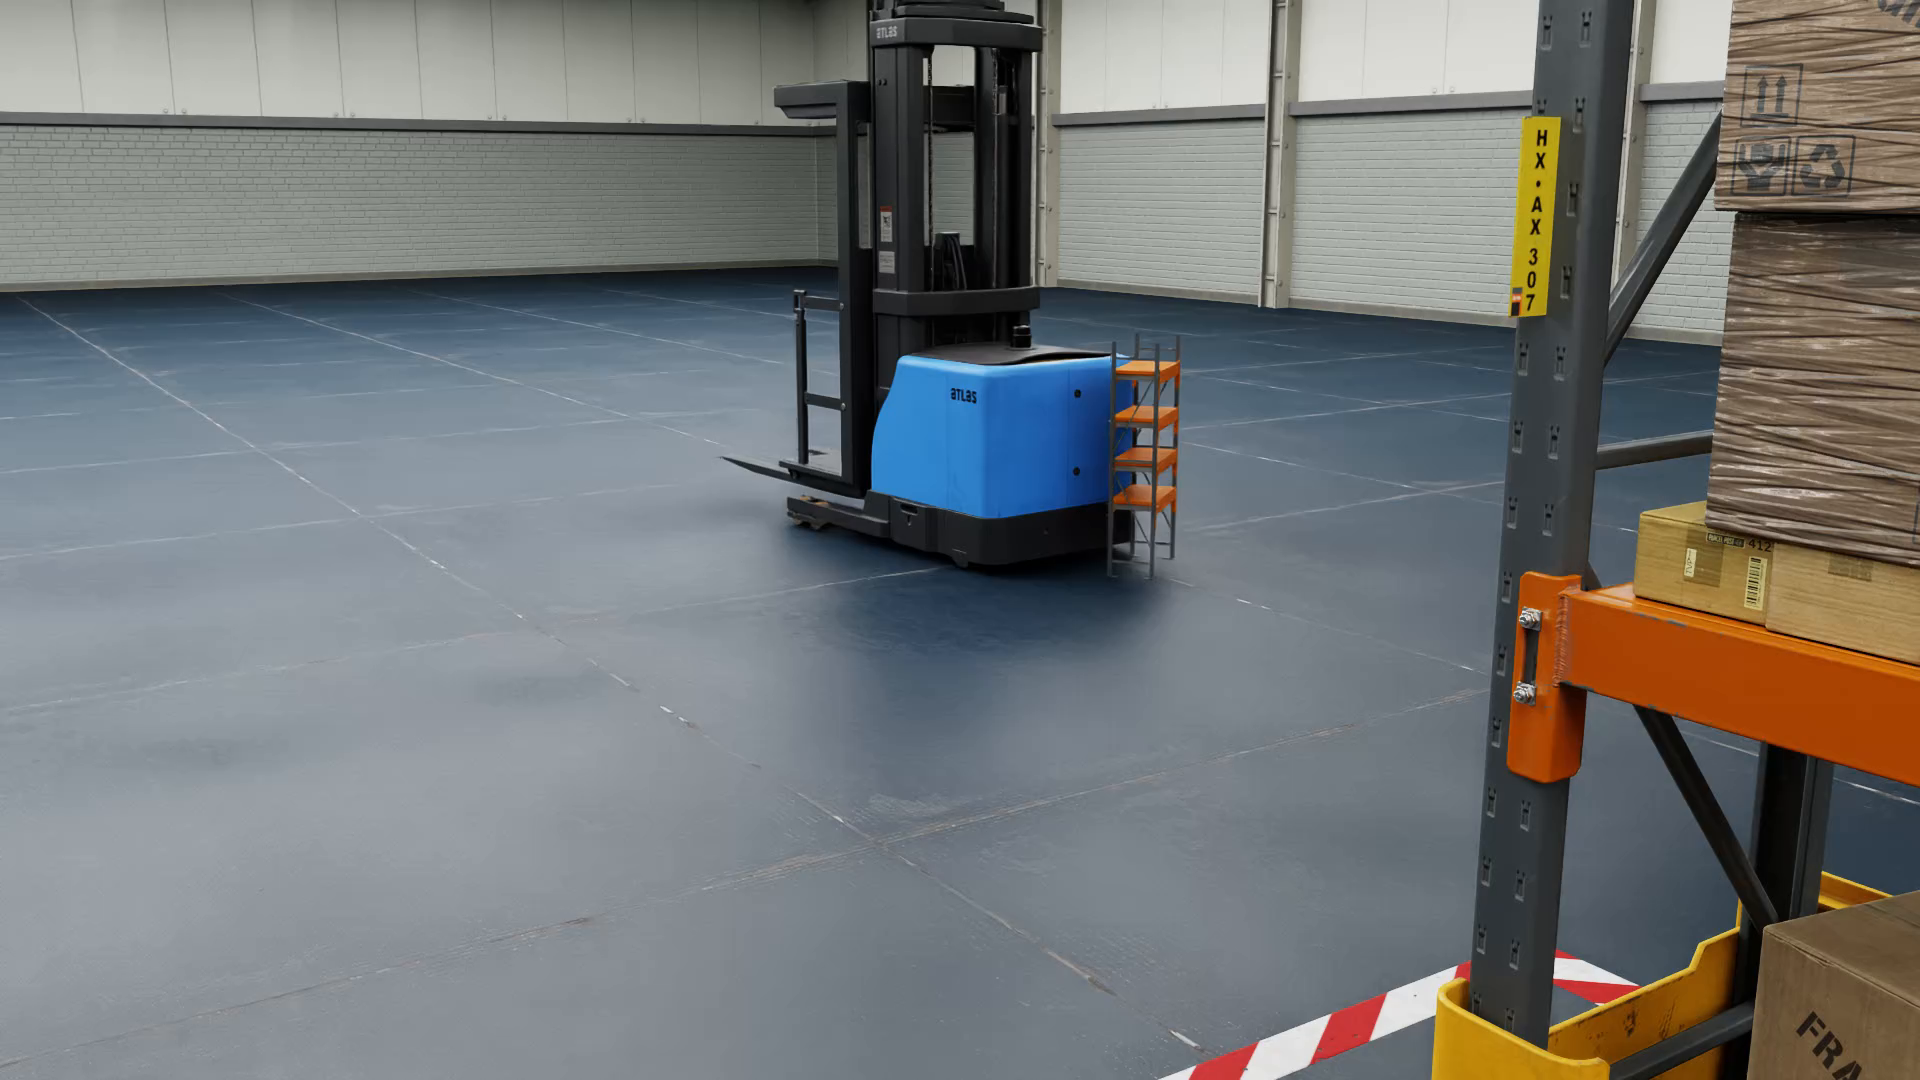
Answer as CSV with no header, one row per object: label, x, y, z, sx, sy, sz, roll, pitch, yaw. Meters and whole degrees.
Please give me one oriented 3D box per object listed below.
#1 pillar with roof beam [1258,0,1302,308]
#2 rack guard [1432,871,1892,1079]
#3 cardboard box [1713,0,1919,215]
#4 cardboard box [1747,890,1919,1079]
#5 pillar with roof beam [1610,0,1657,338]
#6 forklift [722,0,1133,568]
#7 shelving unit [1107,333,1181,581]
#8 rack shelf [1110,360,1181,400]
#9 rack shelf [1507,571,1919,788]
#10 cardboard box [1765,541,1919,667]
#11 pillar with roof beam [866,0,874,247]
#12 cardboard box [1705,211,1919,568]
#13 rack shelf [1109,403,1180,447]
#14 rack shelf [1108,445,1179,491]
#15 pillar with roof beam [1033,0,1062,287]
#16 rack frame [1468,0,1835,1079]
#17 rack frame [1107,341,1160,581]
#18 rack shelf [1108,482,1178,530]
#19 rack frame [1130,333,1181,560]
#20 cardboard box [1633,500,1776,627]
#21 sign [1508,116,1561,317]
pillar with roof beam,1.332,-7.537,22.763,9.100,9.000,0.400,-8,15,-33
rack guard,1.452,1.057,3.359,1.175,0.500,0.348,-8,15,-33
cardboard box,1.488,-0.730,2.409,0.500,0.500,0.500,-8,15,-33
cardboard box,1.742,0.951,2.859,0.500,0.500,0.500,-5,13,-22
pillar with roof beam,4.656,-6.470,17.883,9.100,9.000,0.400,-8,15,-33
forklift,-0.361,-1.548,9.579,1.130,2.935,3.031,-9,15,-37
shelving unit,0.950,-0.440,8.564,0.258,1.200,0.503,4,13,19
rack shelf,0.950,-0.824,8.480,0.258,0.148,0.480,4,13,19
rack shelf,2.518,0.529,1.604,1.077,0.370,4.000,-8,15,-33
cardboard box,1.492,0.071,2.606,0.380,0.149,0.250,-8,15,-33
pillar with roof beam,-5.317,-9.671,32.522,9.100,9.000,0.400,-8,15,-33
cardboard box,1.692,-0.271,2.649,0.875,0.500,0.500,-8,15,-33
rack shelf,0.950,-0.592,8.530,0.258,0.148,0.480,4,13,19
rack shelf,0.950,-0.374,8.578,0.258,0.148,0.480,4,13,19
pillar with roof beam,-1.992,-8.604,27.643,9.100,9.000,0.400,-8,15,-33
rack frame,1.410,-0.178,3.153,1.000,3.000,0.127,-8,15,-33
rack frame,0.869,-0.390,8.339,0.240,1.200,0.015,4,13,19
rack shelf,0.950,-0.180,8.620,0.258,0.148,0.480,4,13,19
rack frame,1.031,-0.489,8.789,0.240,1.200,0.015,4,13,19
cardboard box,1.369,0.024,2.819,0.380,0.149,0.250,-8,15,-33
sign,0.958,-0.536,2.767,0.100,0.325,0.005,-8,15,-33
